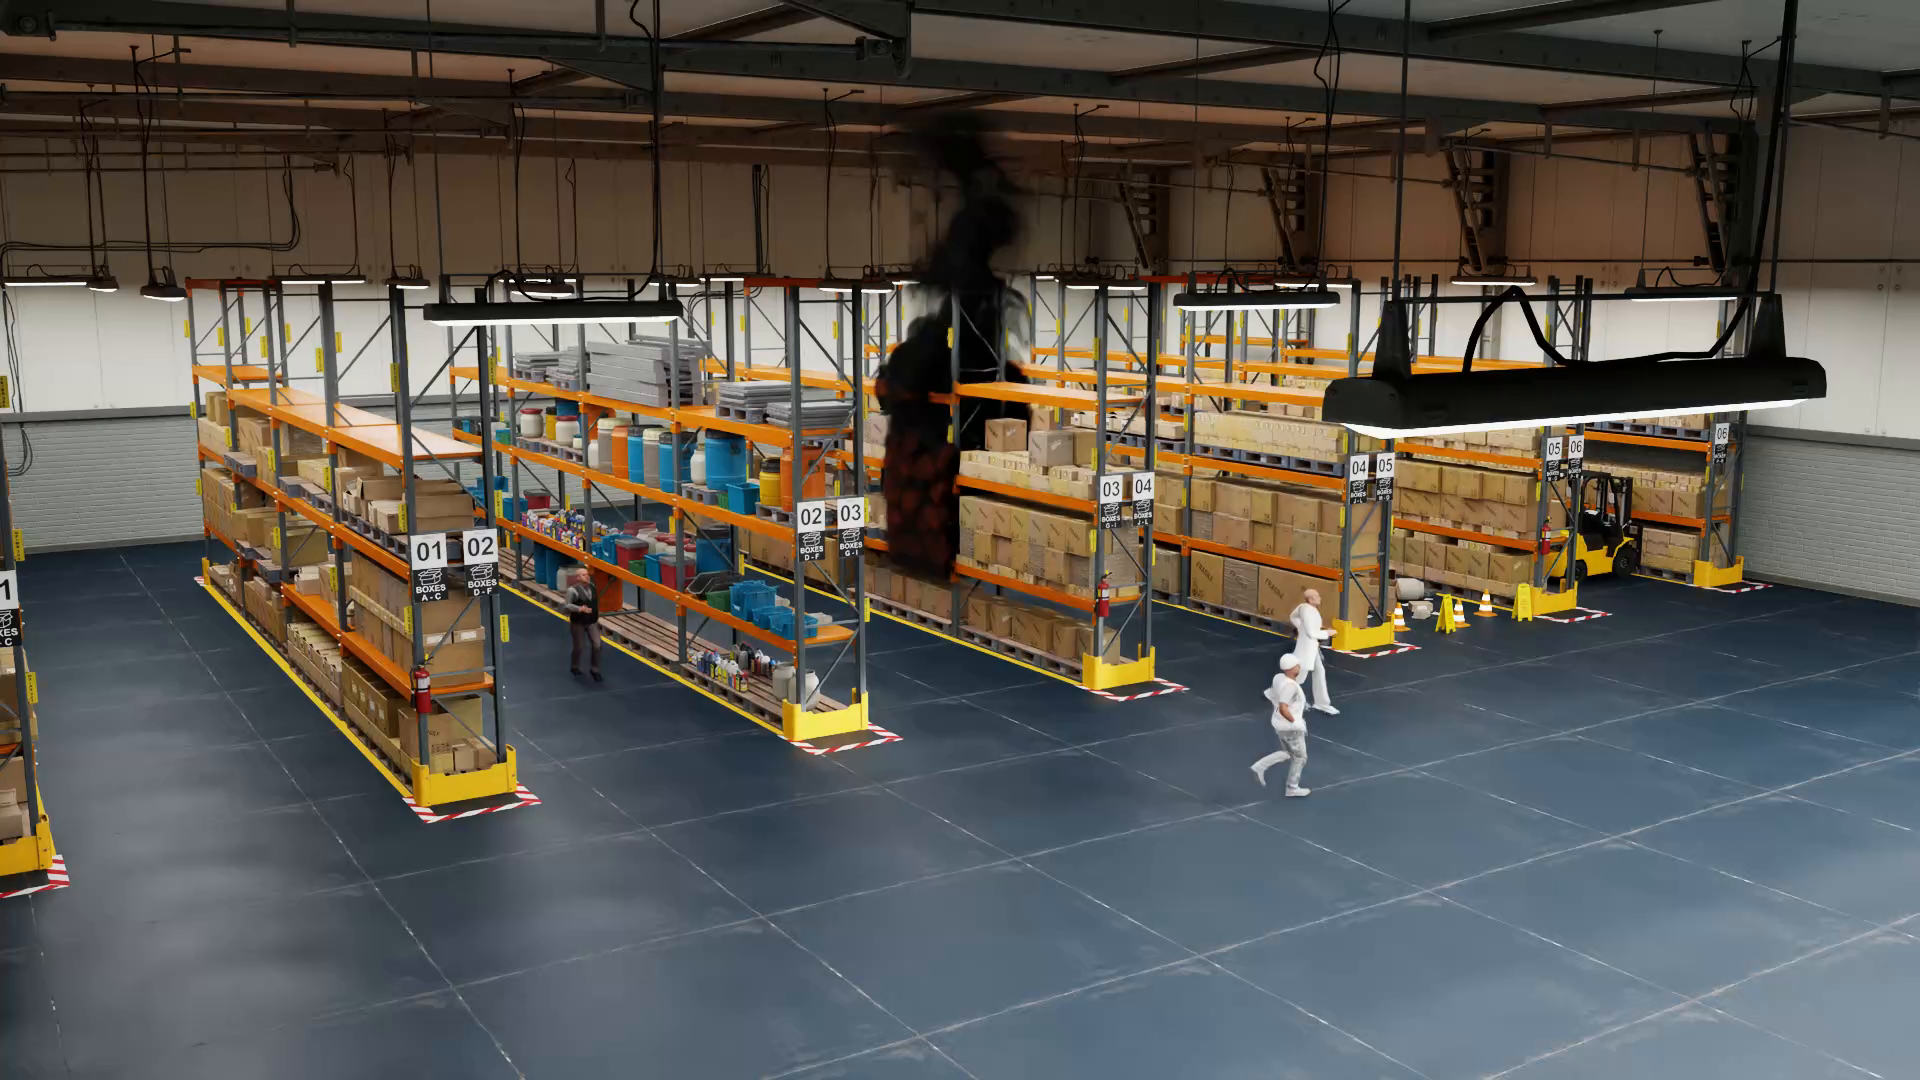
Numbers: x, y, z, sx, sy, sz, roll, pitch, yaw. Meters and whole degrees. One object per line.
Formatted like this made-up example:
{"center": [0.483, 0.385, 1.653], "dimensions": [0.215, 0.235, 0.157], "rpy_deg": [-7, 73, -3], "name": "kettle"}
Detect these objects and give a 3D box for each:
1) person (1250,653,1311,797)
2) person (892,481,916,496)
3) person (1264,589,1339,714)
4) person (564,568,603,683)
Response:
{"center": [3.836, 2.199, 19.688], "dimensions": [0.730, 1.746, 0.683], "rpy_deg": [-1, 10, -4], "name": "person"}
{"center": [-1.535, -1.665, 42.572], "dimensions": [0.993, 1.760, 0.672], "rpy_deg": [-6, 11, -31], "name": "person"}
{"center": [4.820, 1.565, 23.347], "dimensions": [1.060, 1.800, 0.719], "rpy_deg": [2, 10, 9], "name": "person"}
{"center": [-5.700, 1.303, 25.192], "dimensions": [0.642, 1.782, 0.768], "rpy_deg": [-8, 12, -39], "name": "person"}
